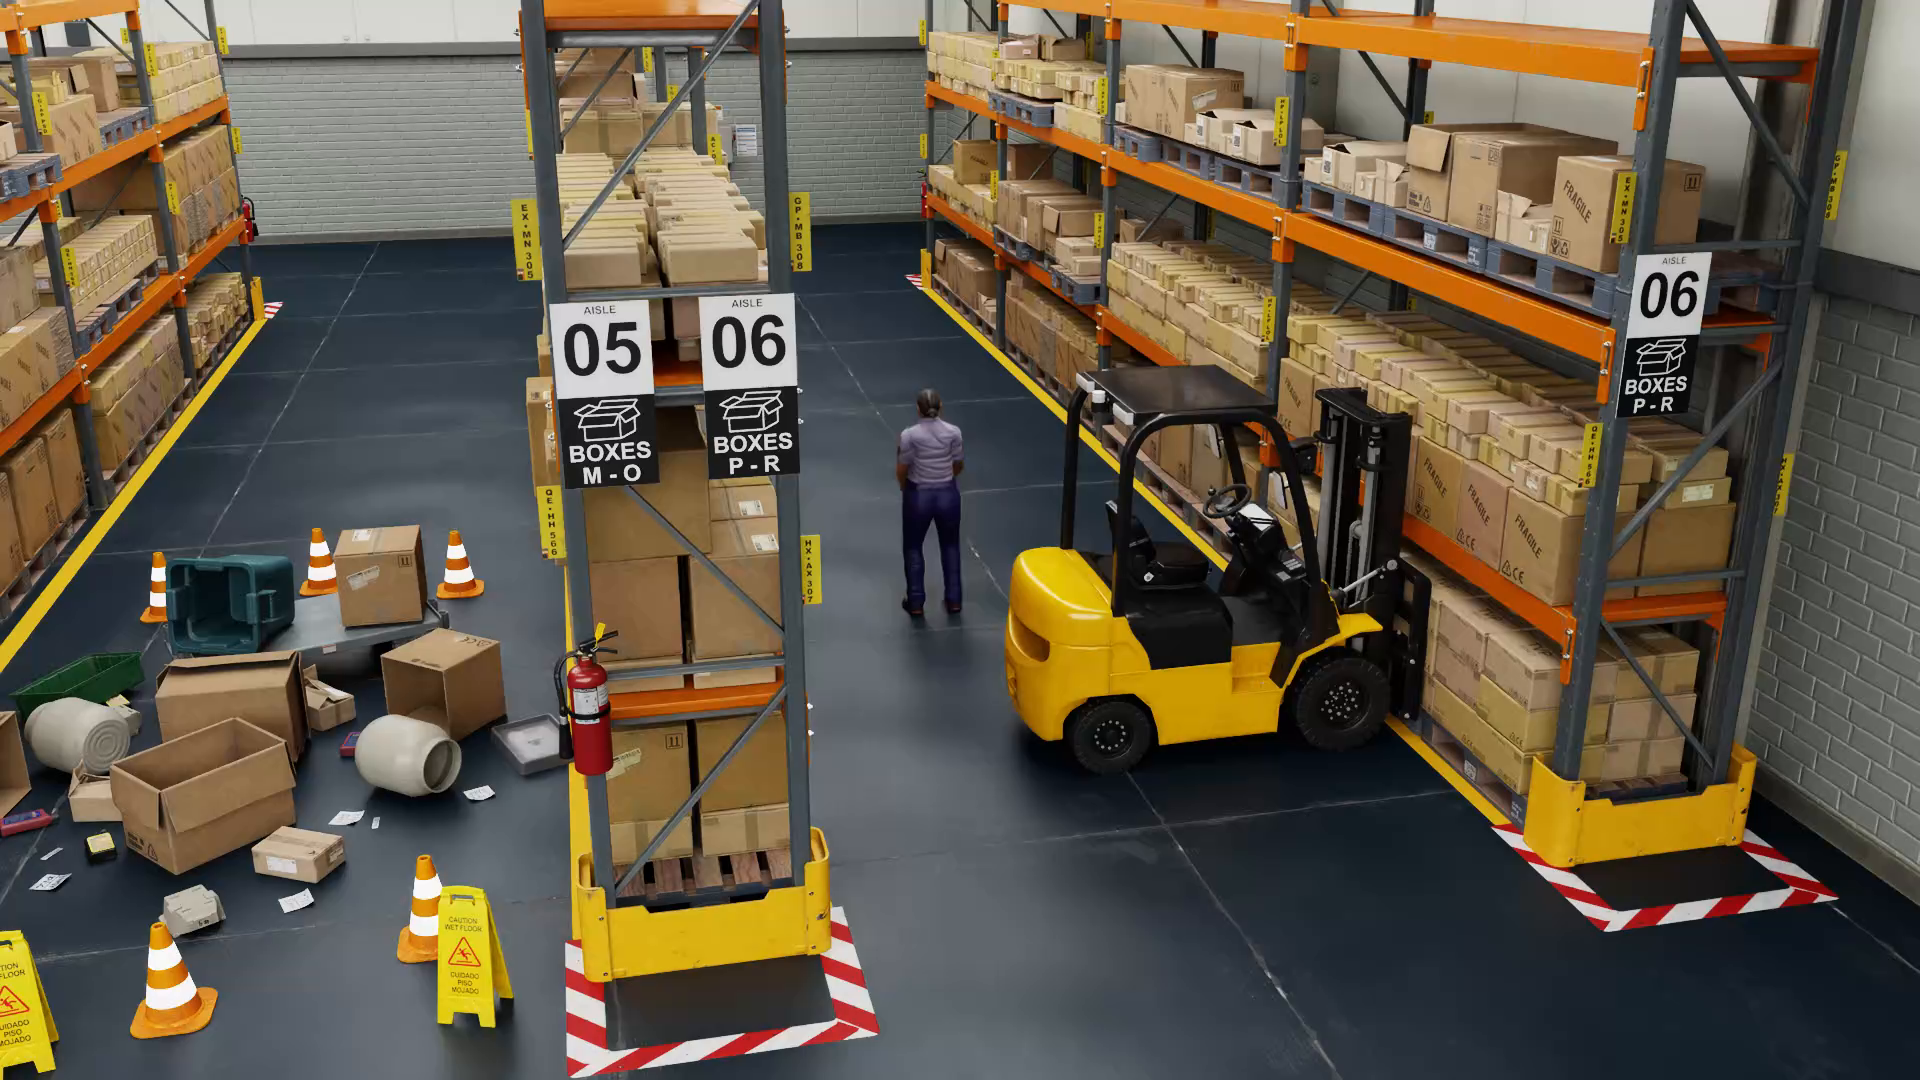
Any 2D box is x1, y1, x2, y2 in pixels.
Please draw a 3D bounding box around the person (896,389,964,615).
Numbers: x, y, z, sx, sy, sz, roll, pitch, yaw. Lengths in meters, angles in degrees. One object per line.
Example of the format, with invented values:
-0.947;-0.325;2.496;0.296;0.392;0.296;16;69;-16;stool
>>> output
-0.218;-0.288;11.883;0.498;1.653;0.450;-5;20;-13;person
